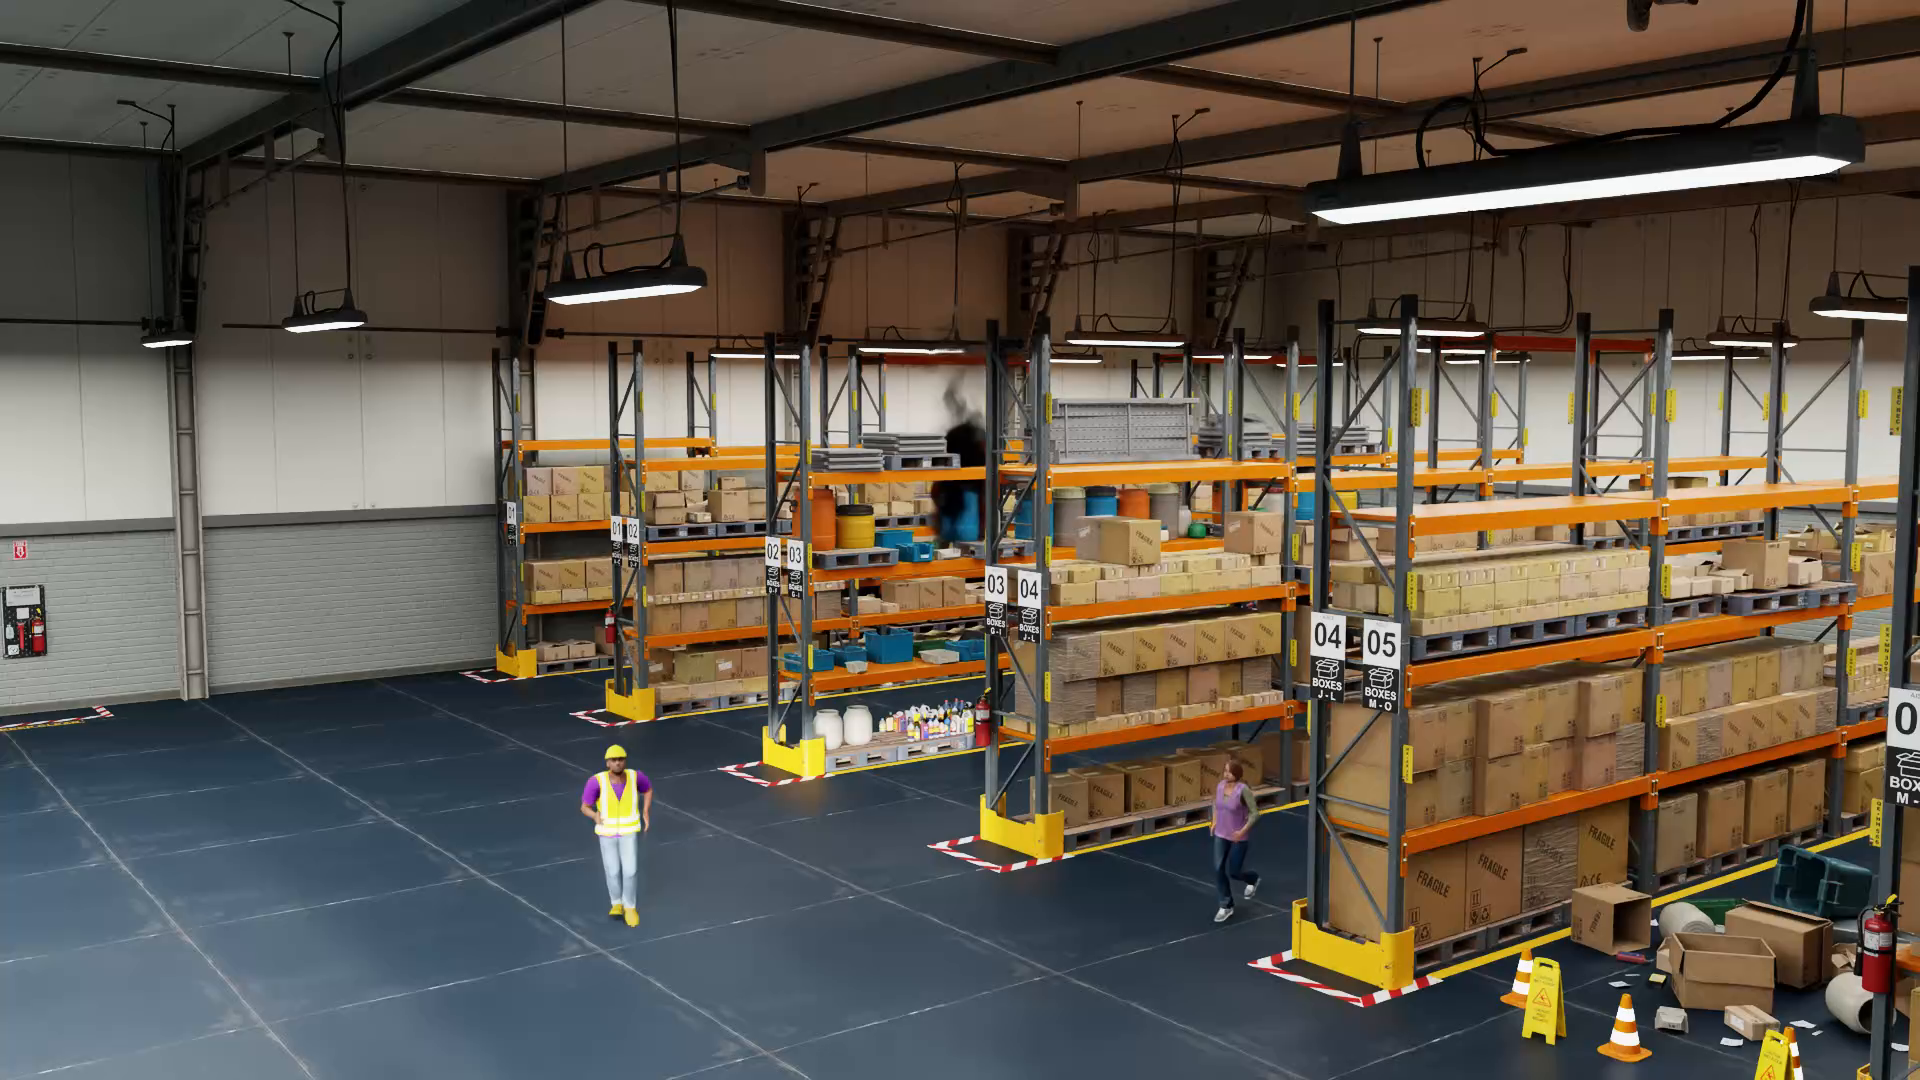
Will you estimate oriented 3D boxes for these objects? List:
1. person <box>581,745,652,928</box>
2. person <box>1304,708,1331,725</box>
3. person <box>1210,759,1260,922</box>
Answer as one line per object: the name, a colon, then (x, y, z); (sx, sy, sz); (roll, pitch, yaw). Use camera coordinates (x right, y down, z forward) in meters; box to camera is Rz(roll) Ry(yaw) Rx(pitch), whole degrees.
person: (-3.335, 2.876, 16.182); (0.681, 1.788, 0.734); (-1, 5, -10)
person: (5.680, 2.029, 26.217); (0.727, 1.695, 0.585); (-5, 7, -42)
person: (2.735, 2.945, 16.515); (0.553, 1.583, 0.678); (4, 6, 38)
